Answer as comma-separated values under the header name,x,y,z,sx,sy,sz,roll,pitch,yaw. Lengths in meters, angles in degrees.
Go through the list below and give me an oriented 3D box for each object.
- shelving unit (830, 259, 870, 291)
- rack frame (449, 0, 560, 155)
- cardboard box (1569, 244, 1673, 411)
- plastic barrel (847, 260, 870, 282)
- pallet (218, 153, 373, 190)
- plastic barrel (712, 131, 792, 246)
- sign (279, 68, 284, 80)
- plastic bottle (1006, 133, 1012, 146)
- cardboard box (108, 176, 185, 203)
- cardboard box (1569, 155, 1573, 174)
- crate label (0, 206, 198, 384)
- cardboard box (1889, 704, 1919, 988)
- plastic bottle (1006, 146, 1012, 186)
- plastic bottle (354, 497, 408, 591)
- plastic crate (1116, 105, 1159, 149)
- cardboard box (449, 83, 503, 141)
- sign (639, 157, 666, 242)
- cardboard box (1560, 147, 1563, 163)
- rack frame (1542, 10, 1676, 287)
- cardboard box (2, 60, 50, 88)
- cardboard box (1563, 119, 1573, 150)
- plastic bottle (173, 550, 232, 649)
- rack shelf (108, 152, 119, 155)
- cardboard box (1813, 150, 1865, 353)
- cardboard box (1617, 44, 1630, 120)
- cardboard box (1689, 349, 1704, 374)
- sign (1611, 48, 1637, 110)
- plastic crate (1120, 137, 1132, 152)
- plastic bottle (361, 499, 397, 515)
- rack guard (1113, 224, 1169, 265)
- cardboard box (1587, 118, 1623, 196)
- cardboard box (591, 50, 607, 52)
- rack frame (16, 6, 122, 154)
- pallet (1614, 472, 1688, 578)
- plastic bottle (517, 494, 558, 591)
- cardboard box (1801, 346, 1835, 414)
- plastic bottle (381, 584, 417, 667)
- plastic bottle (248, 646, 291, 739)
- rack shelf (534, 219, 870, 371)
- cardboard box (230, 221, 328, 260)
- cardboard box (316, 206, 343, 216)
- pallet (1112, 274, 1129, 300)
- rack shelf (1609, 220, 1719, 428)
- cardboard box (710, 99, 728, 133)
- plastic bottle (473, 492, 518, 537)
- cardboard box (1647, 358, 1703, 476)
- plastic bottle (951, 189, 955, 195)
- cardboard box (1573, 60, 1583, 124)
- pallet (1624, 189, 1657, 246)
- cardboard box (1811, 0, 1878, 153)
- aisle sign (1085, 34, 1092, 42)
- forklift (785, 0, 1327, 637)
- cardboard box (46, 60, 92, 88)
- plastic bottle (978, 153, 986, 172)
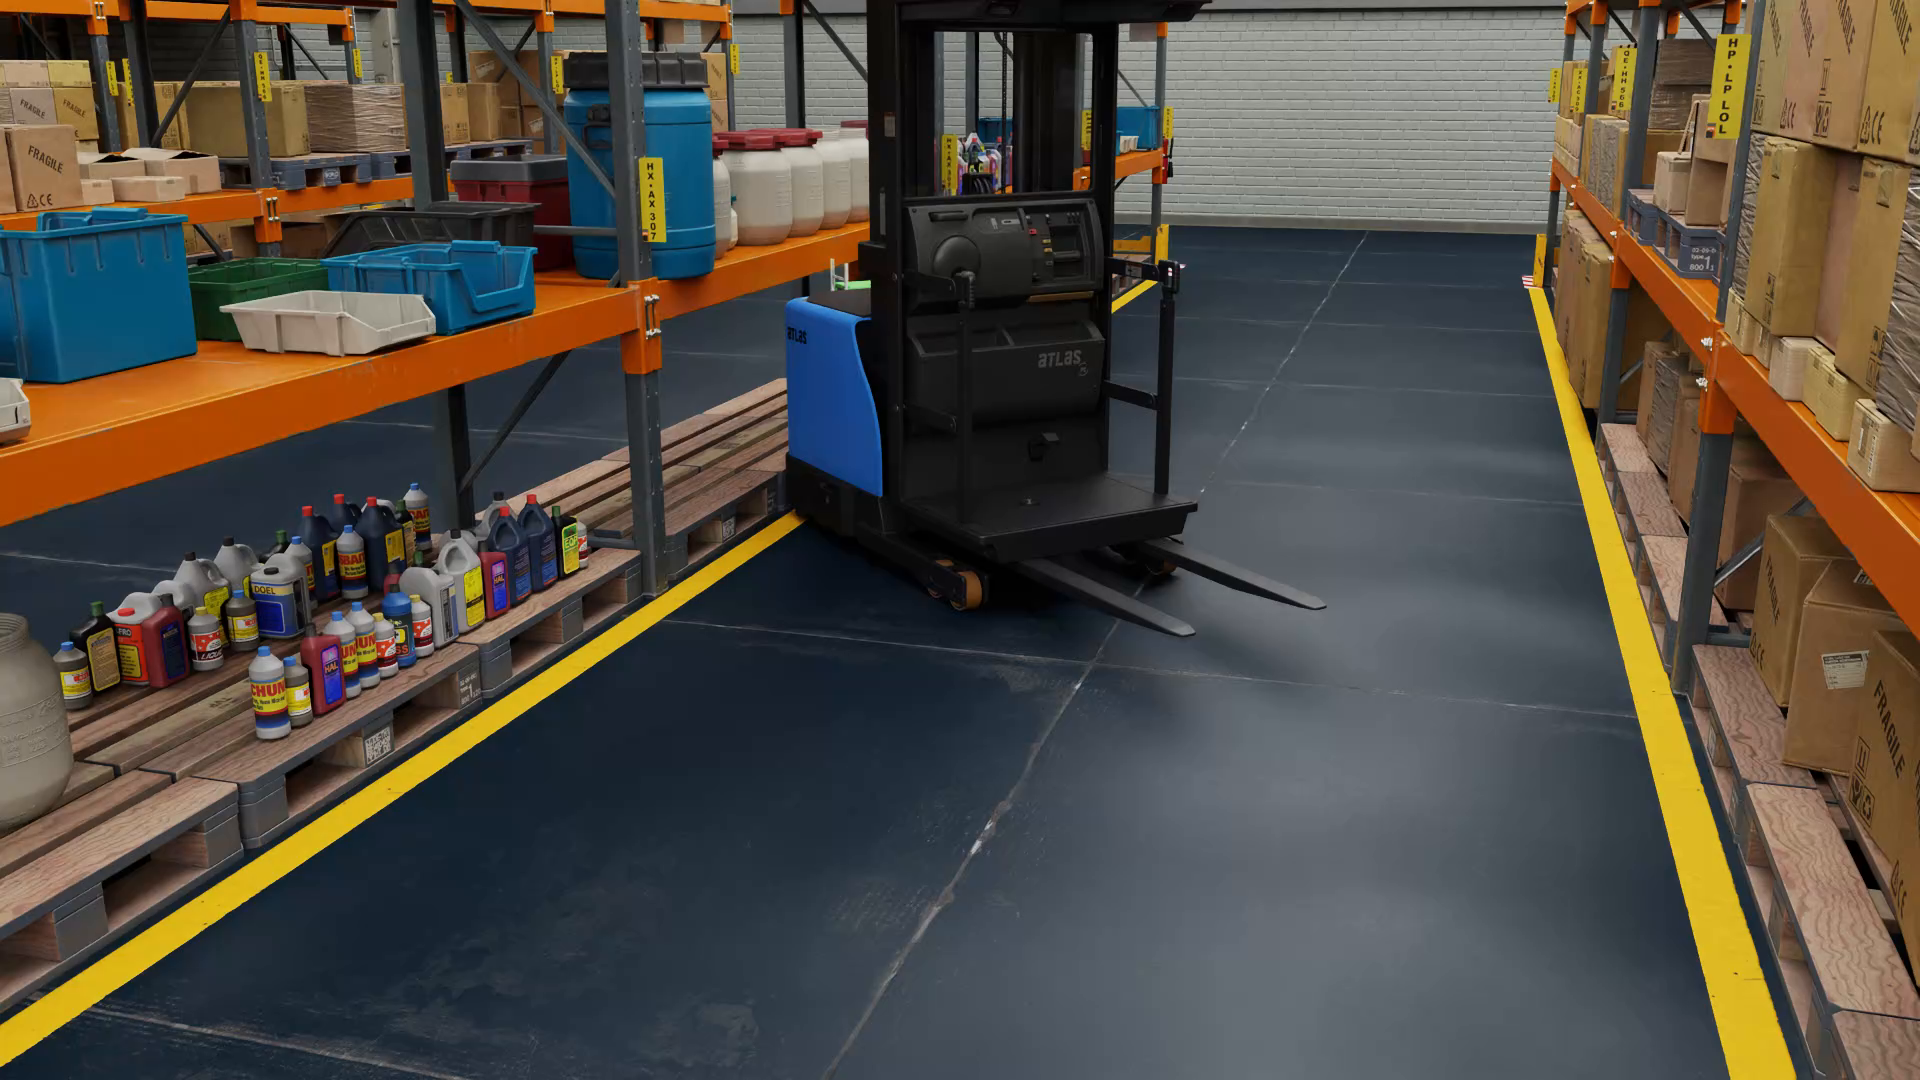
name,x,y,z,sx,sy,sz,roll,pitch,yaw
shelving unit,-0.385,-0.853,8.638,0.503,1.200,0.258,-7,17,-22
rack frame,-4.208,-3.727,15.473,1.000,3.000,0.127,5,16,16
cardboard box,4.368,-1.270,9.935,1.225,0.875,0.875,4,16,13
plastic barrel,-0.474,-1.583,11.121,0.600,0.830,0.708,5,16,16
pallet,-5.219,-2.771,12.454,1.213,0.211,1.003,5,16,16
plastic barrel,-1.043,-1.740,8.217,0.433,0.535,0.433,0,16,0
sign,-8.352,-5.656,20.542,0.100,0.325,0.005,5,16,16
plastic bottle,0.402,-3.015,13.054,0.144,0.351,0.185,5,16,16
cardboard box,-5.335,-2.303,10.913,0.380,0.149,0.250,5,16,16
cardboard box,5.208,-3.077,13.641,0.380,0.149,0.250,4,16,15
crate label,-2.606,-0.722,4.814,0.502,0.435,0.616,5,16,16
cardboard box,2.405,0.699,3.681,0.500,0.500,0.500,6,17,21
plastic bottle,0.365,-2.770,12.313,0.061,0.283,0.133,5,16,16
plastic bottle,-2.222,0.004,6.367,0.144,0.351,0.185,5,16,16
plastic crate,1.761,-4.332,17.432,0.616,0.435,0.499,5,16,16
cardboard box,-4.557,-3.871,15.026,0.700,0.500,0.500,-1,16,-3
sign,-1.209,-1.337,6.538,0.100,0.325,0.005,5,16,16
cardboard box,5.645,-3.480,15.061,0.380,0.149,0.250,4,16,15
rack frame,6.426,-4.005,16.451,1.000,3.000,0.127,5,16,16
cardboard box,-9.000,-4.397,15.695,0.500,0.250,0.500,5,17,17
cardboard box,5.600,-3.566,14.635,0.500,0.250,0.500,4,16,15
plastic bottle,-2.588,0.202,5.669,0.144,0.351,0.185,5,17,18
rack shelf,-9.527,-3.241,15.077,1.077,0.370,4.000,5,16,16
cardboard box,2.607,-0.677,3.989,0.875,0.500,0.500,5,16,16
cardboard box,4.909,-3.142,11.389,0.797,0.503,0.637,5,17,16
cardboard box,3.850,-0.964,8.132,0.500,0.250,0.500,7,17,22
sign,3.619,-2.511,9.062,0.100,0.325,0.005,5,16,16
plastic crate,1.523,-3.989,16.768,0.396,0.136,0.243,5,16,16
plastic bottle,-2.310,-0.014,6.568,0.152,0.276,0.135,5,17,18
rack guard,1.671,-3.193,18.172,1.175,0.500,0.348,5,16,16
cardboard box,4.634,-2.643,11.466,0.500,0.500,0.500,4,16,15
cardboard box,-3.658,-4.493,16.157,0.500,0.500,0.500,4,16,14
rack frame,-8.958,-4.110,16.824,1.000,3.000,0.127,5,16,16
pallet,3.580,-0.048,7.610,1.003,0.211,1.213,5,16,16
plastic bottle,-1.640,0.004,6.365,0.144,0.351,0.185,4,16,14
cardboard box,2.334,-0.382,4.141,0.380,0.149,0.250,5,16,16
plastic bottle,-1.872,0.279,5.542,0.097,0.271,0.097,0,16,0
plastic bottle,-2.056,0.448,4.946,0.097,0.271,0.097,0,16,0
rack shelf,-1.165,-1.426,8.679,1.077,0.370,4.000,5,16,16
cardboard box,-5.292,-2.329,12.942,0.500,0.250,0.500,5,17,18
cardboard box,-7.925,-3.965,20.124,0.700,0.500,0.500,5,16,16
pallet,1.057,-2.516,16.314,1.003,0.211,1.213,5,16,16
rack shelf,3.584,-1.042,7.325,1.077,0.370,4.000,5,16,16
cardboard box,-2.937,-4.684,18.661,0.500,0.500,0.500,5,17,18
plastic bottle,-1.778,-0.007,6.404,0.144,0.351,0.185,5,16,16
cardboard box,3.836,-0.598,8.214,0.700,0.500,0.500,3,16,11
plastic bottle,-0.077,-2.342,10.953,0.097,0.201,0.097,0,16,0
cardboard box,5.310,-3.662,13.597,0.500,0.500,0.500,5,17,16
pallet,4.052,-1.625,8.411,1.213,0.211,1.003,5,16,16
cardboard box,2.361,-1.178,3.923,0.500,0.500,0.500,5,16,16
aisle sign,1.413,-5.681,17.598,0.394,0.787,0.004,5,16,16
forklift,0.313,-1.262,6.908,1.130,2.935,3.031,-9,18,-29
cardboard box,-8.846,-4.530,16.164,0.500,0.250,0.500,5,17,17
plastic bottle,0.131,-2.566,11.616,0.097,0.271,0.097,0,16,0
